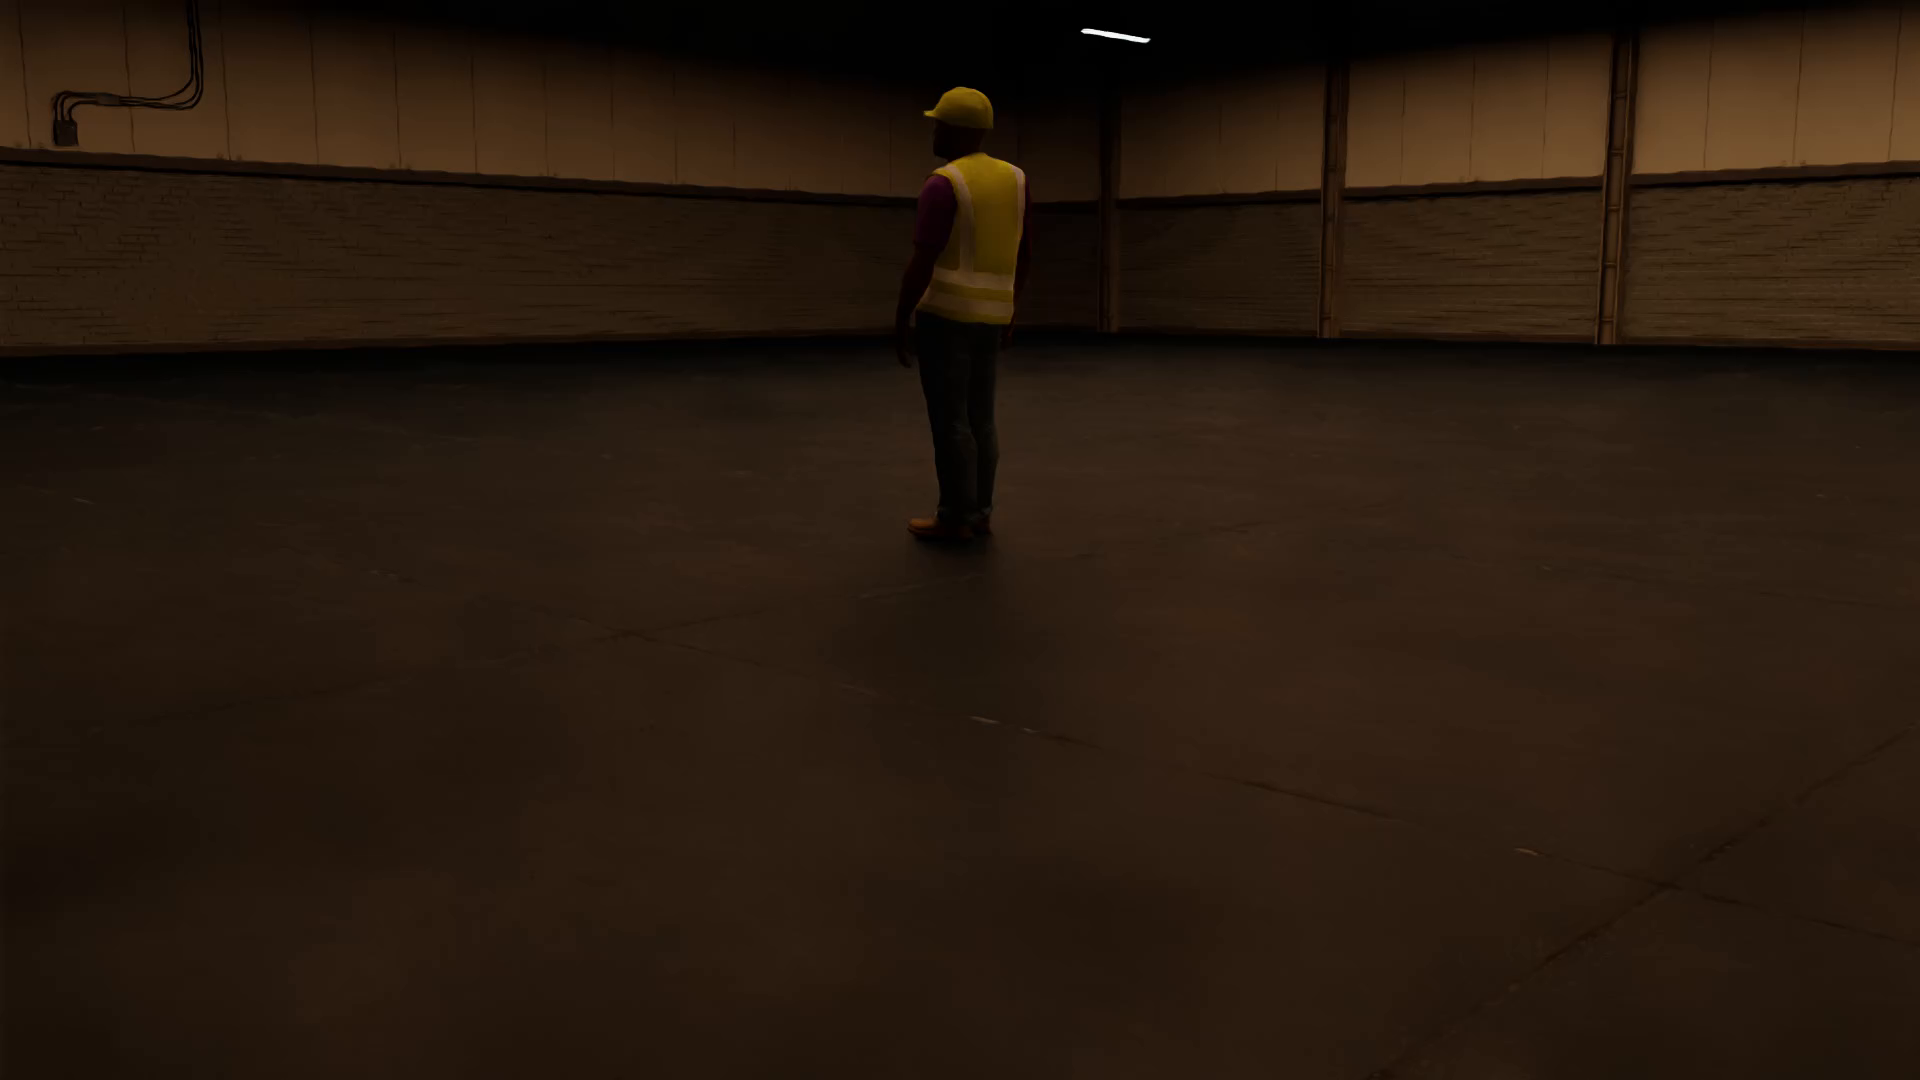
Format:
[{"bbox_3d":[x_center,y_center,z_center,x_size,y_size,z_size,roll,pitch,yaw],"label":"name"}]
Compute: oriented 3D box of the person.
[{"bbox_3d":[-0.046,-0.888,6.637,0.576,1.766,0.665,8,12,43],"label":"person"}]
